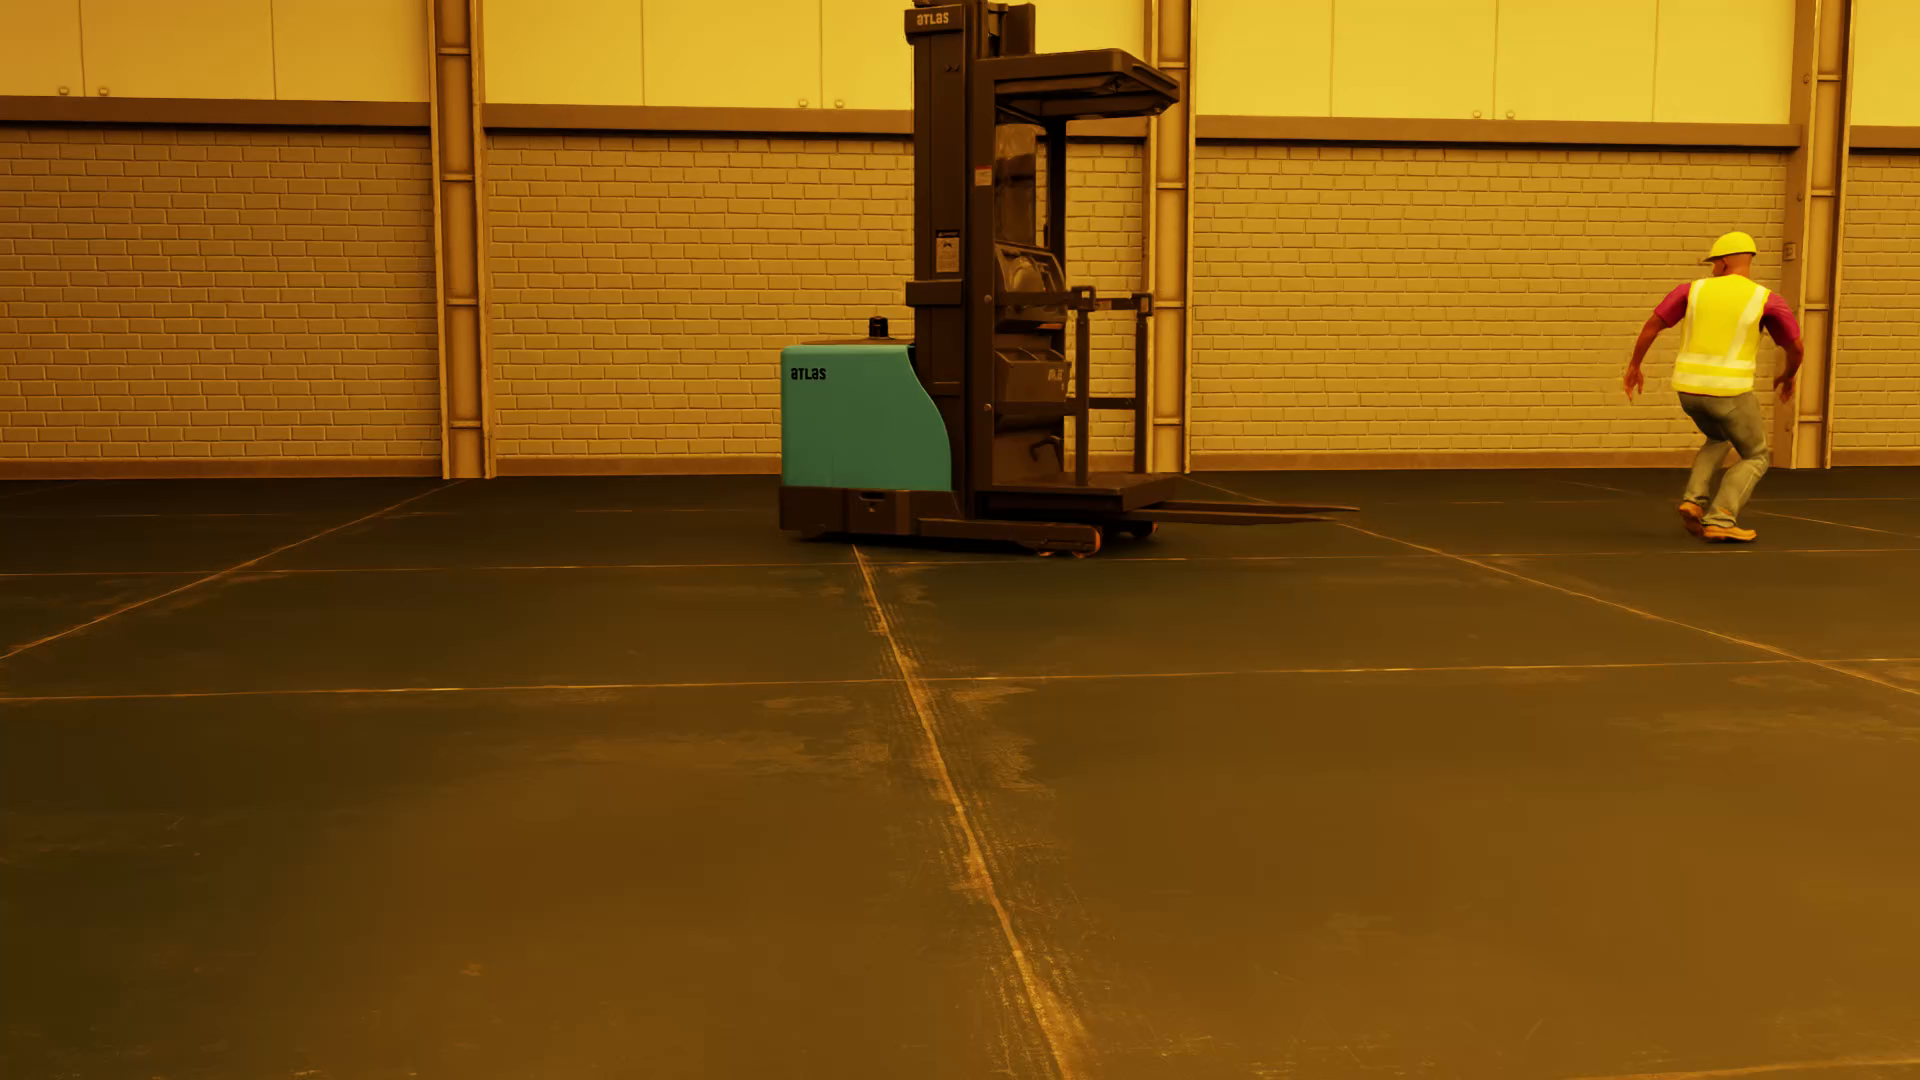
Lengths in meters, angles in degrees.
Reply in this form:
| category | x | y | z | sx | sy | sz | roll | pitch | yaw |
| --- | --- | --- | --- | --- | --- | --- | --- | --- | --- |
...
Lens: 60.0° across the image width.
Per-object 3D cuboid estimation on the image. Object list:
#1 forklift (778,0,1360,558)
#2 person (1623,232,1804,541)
| category | x | y | z | sx | sy | sz | roll | pitch | yaw |
| --- | --- | --- | --- | --- | --- | --- | --- | --- | --- |
| forklift | 0.567 | -1.432 | 8.835 | 3.031 | 2.935 | 1.130 | 3 | 7 | 23 |
| person | 4.188 | -0.827 | 9.153 | 0.753 | 1.714 | 0.753 | -4 | 7 | -33 |
